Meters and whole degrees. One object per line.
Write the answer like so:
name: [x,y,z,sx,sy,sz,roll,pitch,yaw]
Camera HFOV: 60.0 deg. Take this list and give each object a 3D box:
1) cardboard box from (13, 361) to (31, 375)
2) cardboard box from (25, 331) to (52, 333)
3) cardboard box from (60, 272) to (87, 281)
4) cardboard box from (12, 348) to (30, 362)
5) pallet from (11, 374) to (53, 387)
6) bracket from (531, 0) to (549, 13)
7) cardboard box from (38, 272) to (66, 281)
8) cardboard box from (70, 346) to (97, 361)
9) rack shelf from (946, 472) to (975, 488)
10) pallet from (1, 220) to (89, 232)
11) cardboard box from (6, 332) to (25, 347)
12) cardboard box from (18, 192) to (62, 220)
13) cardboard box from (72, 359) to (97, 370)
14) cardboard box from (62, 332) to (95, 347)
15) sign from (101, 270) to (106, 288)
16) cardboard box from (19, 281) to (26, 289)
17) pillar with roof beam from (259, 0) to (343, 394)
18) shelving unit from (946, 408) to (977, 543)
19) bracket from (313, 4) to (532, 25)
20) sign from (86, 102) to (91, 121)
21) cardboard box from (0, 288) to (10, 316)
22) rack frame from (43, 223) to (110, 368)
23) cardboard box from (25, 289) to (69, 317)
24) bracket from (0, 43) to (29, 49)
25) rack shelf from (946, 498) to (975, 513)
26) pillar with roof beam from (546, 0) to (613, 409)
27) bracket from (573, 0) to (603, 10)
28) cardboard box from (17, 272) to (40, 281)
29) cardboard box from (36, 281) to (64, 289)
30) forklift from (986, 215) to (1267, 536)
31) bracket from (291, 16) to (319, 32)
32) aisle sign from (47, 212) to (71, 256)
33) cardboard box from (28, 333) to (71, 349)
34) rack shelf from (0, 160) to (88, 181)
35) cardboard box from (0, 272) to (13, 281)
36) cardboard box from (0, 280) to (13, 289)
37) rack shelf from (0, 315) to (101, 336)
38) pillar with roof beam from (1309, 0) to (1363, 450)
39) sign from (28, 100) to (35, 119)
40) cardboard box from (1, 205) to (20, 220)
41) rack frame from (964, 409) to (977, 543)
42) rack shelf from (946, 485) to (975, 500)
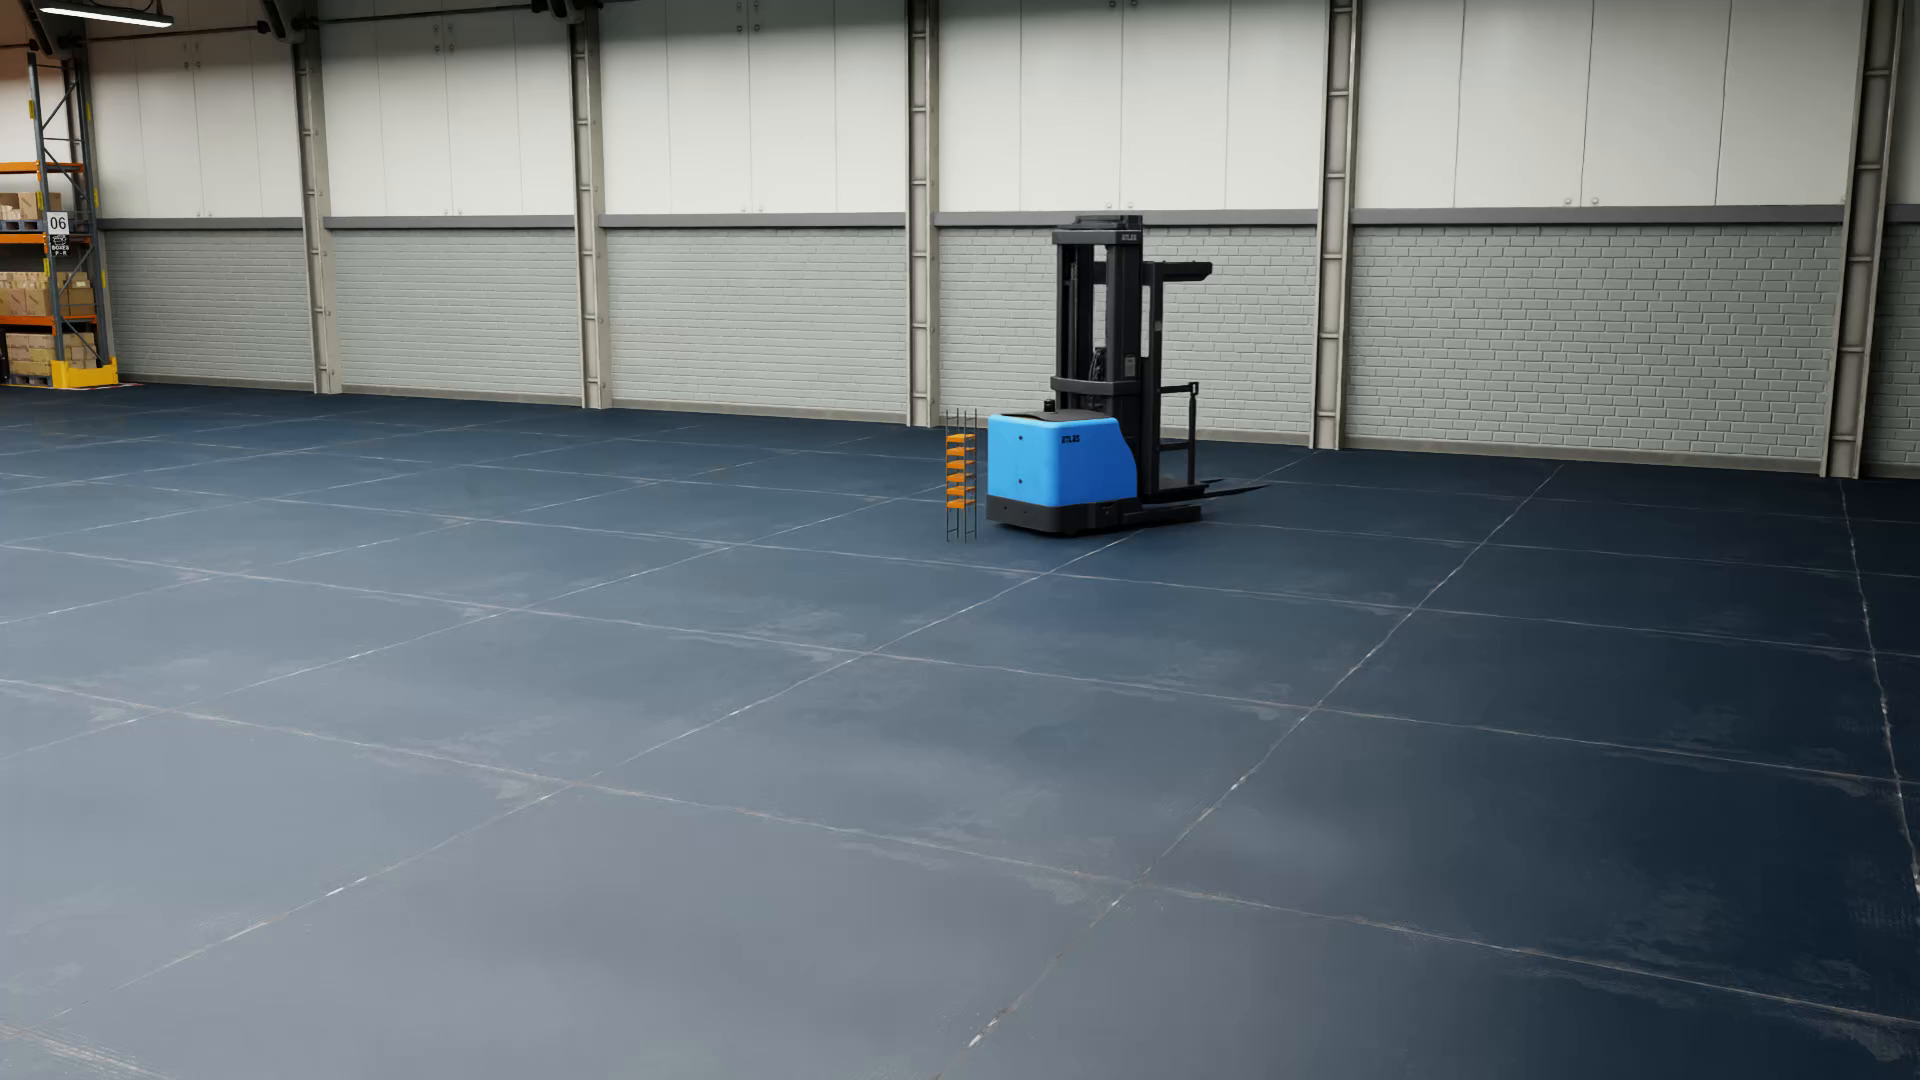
cardboard box: [-17.462,-3.264,31.386,0.500,0.250,0.500,5,11,26]
cardboard box: [-17.699,-3.877,31.964,0.500,0.250,0.500,5,11,25]
cardboard box: [-16.665,-4.959,31.269,0.250,0.149,0.380,5,11,25]
cardboard box: [-17.479,-3.513,31.355,0.500,0.250,0.500,5,11,25]
pallet: [-17.163,-3.065,31.572,1.213,0.211,1.003,5,11,26]
bracket: [-6.452,-8.336,25.914,0.430,0.232,0.235,5,11,26]
cardboard box: [-16.873,-4.893,30.905,0.250,0.149,0.380,5,11,26]
cardboard box: [-16.788,-3.553,31.579,0.500,0.250,0.500,5,12,27]
rack shelf: [0.013,-0.546,15.125,0.180,0.103,0.258,5,11,26]
pallet: [-17.081,-5.876,31.099,1.213,0.211,1.003,5,11,26]
cardboard box: [-17.927,-3.793,31.500,0.500,0.250,0.500,5,11,27]
cardboard box: [-16.964,-6.161,30.683,0.500,0.500,0.500,5,12,28]
cardboard box: [-16.813,-3.307,31.622,0.500,0.250,0.500,5,11,26]
cardboard box: [-16.806,-3.797,31.523,0.500,0.250,0.500,5,11,25]
sign: [-16.208,-4.937,31.431,0.005,0.325,0.100,5,11,26]
cardboard box: [-17.342,-4.780,31.117,0.250,0.149,0.380,5,12,27]
pillar with roof beam: [-13.208,-6.374,25.181,0.548,9.000,9.100,5,11,26]
shelving unit: [0.013,-0.589,15.117,0.189,1.200,0.258,5,11,26]
bracket: [-8.763,-8.539,27.036,4.783,0.066,0.076,5,11,26]
sign: [-16.208,-7.961,30.883,0.005,0.325,0.100,5,11,26]
cardboard box: [-17.937,-4.512,31.458,0.500,0.500,0.500,5,11,25]
rack frame: [-16.459,-4.383,31.028,0.127,3.000,1.000,5,11,26]
cardboard box: [-17.016,-4.430,31.001,0.500,0.500,0.500,5,11,25]
bracket: [-19.524,-9.485,32.261,4.783,0.066,0.076,5,11,26]
rack shelf: [0.013,-0.309,15.168,0.180,0.103,0.258,5,11,26]
pillar with roof beam: [-7.828,-5.901,22.568,0.548,9.000,9.100,5,11,26]
bracket: [-5.708,-8.271,25.553,0.430,0.232,0.235,5,11,26]
cardboard box: [-17.355,-4.924,31.075,0.250,0.149,0.380,5,12,27]
cardboard box: [-16.894,-4.734,30.865,0.250,0.149,0.380,5,11,27]
forklift: [1.738,-1.667,16.209,3.031,2.935,1.130,-8,13,-36]
bracket: [-11.089,-8.743,28.165,0.430,0.232,0.235,5,11,26]
aisle sign: [-16.530,-5.611,30.509,0.004,0.787,0.394,5,11,26]
cardboard box: [-17.010,-3.716,31.072,0.500,0.250,0.500,5,12,28]
rack shelf: [-18.252,-6.942,31.464,4.000,0.370,1.077,5,11,26]
cardboard box: [-17.828,-4.958,31.264,0.250,0.149,0.380,5,12,27]
cardboard box: [-17.819,-4.815,31.310,0.250,0.149,0.380,5,11,24]
rack shelf: [-18.252,-4.187,31.963,4.000,0.370,1.077,5,11,26]
pillar with roof beam: [2.934,-4.956,17.344,0.400,9.000,9.100,5,11,26]
sign: [-16.712,-7.749,29.931,0.005,0.325,0.100,5,11,26]
cardboard box: [-17.564,-6.086,30.930,0.258,0.266,0.396,5,11,26]
rack frame: [0.095,-0.582,15.077,0.006,1.200,0.240,5,11,26]
rack shelf: [0.013,-0.427,15.146,0.180,0.103,0.258,5,11,26]
